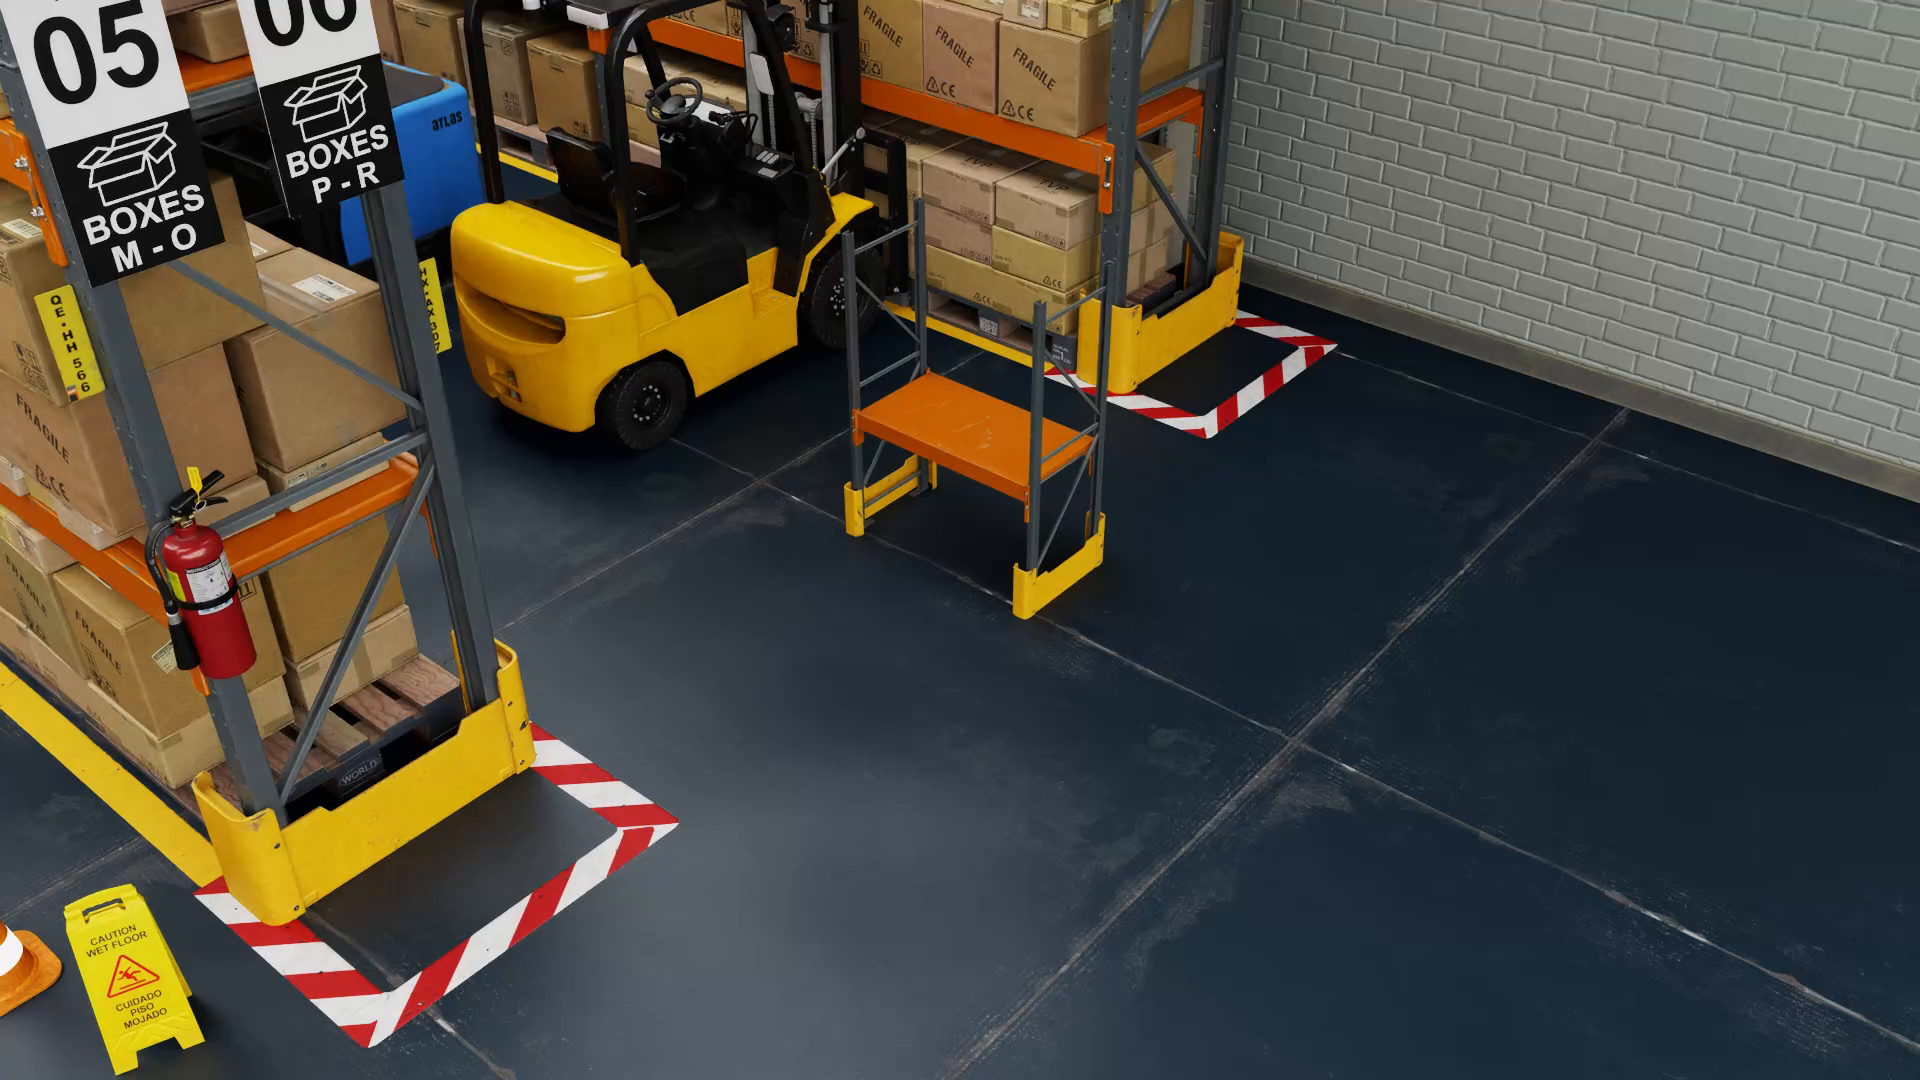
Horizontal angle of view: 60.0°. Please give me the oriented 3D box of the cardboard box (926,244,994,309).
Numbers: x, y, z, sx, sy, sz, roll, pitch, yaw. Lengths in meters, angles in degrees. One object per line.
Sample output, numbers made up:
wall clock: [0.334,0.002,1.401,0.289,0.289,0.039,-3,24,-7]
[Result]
cardboard box: [0.154,-1.583,9.463,0.500,0.250,0.500,25,42,32]

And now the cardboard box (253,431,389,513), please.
cardboard box: [-2.209,-0.275,5.722,0.250,0.149,0.380,25,42,32]

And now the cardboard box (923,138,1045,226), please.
cardboard box: [0.143,-1.992,9.175,0.500,0.250,0.500,26,42,33]

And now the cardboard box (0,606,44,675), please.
cardboard box: [-3.672,0.241,6.807,0.500,0.250,0.500,24,41,30]

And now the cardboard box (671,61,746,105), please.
cardboard box: [-1.424,-2.726,10.244,0.500,0.250,0.500,25,42,32]

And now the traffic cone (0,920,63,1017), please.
traffic cone: [-3.236,1.286,5.469,0.334,0.463,0.336,25,42,32]

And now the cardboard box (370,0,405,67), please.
cardboard box: [-4.078,-3.953,12.583,0.625,0.625,0.875,27,43,33]

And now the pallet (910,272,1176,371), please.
pallet: [0.478,-1.436,9.654,1.213,0.211,1.003,25,42,32]

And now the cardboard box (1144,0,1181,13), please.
cardboard box: [0.998,-2.871,8.619,0.250,0.149,0.380,24,41,31]

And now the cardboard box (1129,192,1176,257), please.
cardboard box: [0.864,-1.833,9.385,0.500,0.250,0.500,26,42,33]

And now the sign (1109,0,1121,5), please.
sign: [0.735,-2.670,7.756,0.005,0.325,0.100,25,42,32]

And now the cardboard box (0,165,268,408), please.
cardboard box: [-2.612,-0.831,5.077,0.500,0.500,0.700,24,41,31]

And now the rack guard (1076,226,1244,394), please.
rack guard: [1.111,-1.287,9.183,0.348,0.500,1.175,25,42,32]

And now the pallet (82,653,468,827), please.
pallet: [-2.740,0.647,6.621,1.213,0.211,1.003,25,42,32]

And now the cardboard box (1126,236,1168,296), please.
cardboard box: [0.841,-1.629,9.530,0.500,0.250,0.500,25,42,32]

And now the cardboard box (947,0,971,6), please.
cardboard box: [0.088,-2.933,8.711,0.250,0.149,0.380,25,42,32]

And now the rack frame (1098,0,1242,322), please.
rack frame: [1.093,-2.326,8.488,0.127,3.000,1.000,25,42,32]

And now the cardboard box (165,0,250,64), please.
cardboard box: [-2.127,-1.560,4.944,0.250,0.149,0.380,25,42,32]

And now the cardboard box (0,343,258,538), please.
cardboard box: [-2.674,-0.406,5.340,0.500,0.500,0.500,24,41,31]

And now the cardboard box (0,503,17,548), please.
cardboard box: [-3.379,-0.154,6.148,0.250,0.149,0.380,26,42,33]

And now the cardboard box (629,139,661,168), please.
cardboard box: [-1.821,-2.495,10.792,0.500,0.250,0.500,26,42,32]

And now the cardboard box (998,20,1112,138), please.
cardboard box: [0.547,-2.431,8.552,0.500,0.500,0.500,24,41,31]

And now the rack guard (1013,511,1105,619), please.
rack guard: [0.441,0.105,7.376,0.087,0.250,0.587,25,42,32]

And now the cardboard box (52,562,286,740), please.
cardboard box: [-2.863,0.309,6.046,0.500,0.500,0.500,26,42,32]

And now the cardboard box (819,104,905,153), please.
cardboard box: [-0.636,-2.357,9.707,0.500,0.250,0.500,24,41,31]

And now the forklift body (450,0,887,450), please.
forklift body: [-1.532,-1.869,8.572,1.214,2.155,2.313,25,42,32]

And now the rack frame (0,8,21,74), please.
rack frame: [-2.080,-2.638,3.643,0.127,3.000,1.000,25,42,32]

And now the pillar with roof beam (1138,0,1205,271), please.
pillar with roof beam: [-1.620,-3.571,5.000,0.400,9.000,9.100,25,42,32]

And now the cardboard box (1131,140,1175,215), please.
cardboard box: [0.845,-2.034,9.237,0.500,0.250,0.500,25,41,31]

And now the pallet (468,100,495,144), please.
pallet: [-3.514,-3.317,12.394,1.213,0.211,1.003,25,42,32]

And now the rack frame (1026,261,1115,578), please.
rack frame: [0.456,-0.403,7.012,0.032,1.500,0.500,25,42,32]

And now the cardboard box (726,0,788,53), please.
cardboard box: [-1.007,-3.178,9.639,0.500,0.500,0.500,25,42,31]

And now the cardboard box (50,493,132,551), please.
cardboard box: [-2.770,-0.148,5.537,0.250,0.149,0.380,25,42,31]

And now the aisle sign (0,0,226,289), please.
aisle sign: [-2.218,-1.088,4.389,0.004,0.787,0.394,25,42,32]

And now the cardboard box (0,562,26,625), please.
cardboard box: [-3.649,-0.064,6.589,0.500,0.500,0.500,24,41,31]

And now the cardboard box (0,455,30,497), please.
cardboard box: [-3.171,-0.330,5.803,0.250,0.149,0.380,26,42,33]

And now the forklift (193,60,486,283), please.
forklift: [-4.160,-2.480,8.772,1.130,2.935,3.031,23,41,29]

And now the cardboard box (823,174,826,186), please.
cardboard box: [-0.652,-2.159,9.861,0.500,0.250,0.500,25,42,32]

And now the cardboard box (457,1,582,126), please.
cardboard box: [-2.981,-3.438,11.833,0.625,0.625,0.875,25,42,31]

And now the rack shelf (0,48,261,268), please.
rack shelf: [-3.617,-1.830,5.750,4.000,0.370,1.077,25,42,32]

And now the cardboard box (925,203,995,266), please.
cardboard box: [0.140,-1.799,9.336,0.500,0.250,0.500,25,42,31]

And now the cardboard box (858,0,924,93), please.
cardboard box: [-0.240,-2.809,9.102,0.500,0.500,0.500,24,41,31]

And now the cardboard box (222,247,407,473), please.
cardboard box: [-2.267,-0.621,5.654,0.500,0.500,0.500,25,41,31]

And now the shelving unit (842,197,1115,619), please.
shelving unit: [0.059,-0.591,7.285,1.083,1.500,0.587,25,42,32]

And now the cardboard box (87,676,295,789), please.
cardboard box: [-2.892,0.611,6.269,0.500,0.250,0.500,25,42,32]

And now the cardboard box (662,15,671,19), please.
cardboard box: [-1.807,-3.542,10.170,0.500,0.500,0.500,24,41,31]

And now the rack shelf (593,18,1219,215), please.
rack shelf: [-0.444,-2.754,9.746,4.000,0.370,1.077,25,42,32]

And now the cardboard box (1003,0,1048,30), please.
cardboard box: [0.432,-2.718,8.397,0.250,0.149,0.380,26,42,33]
